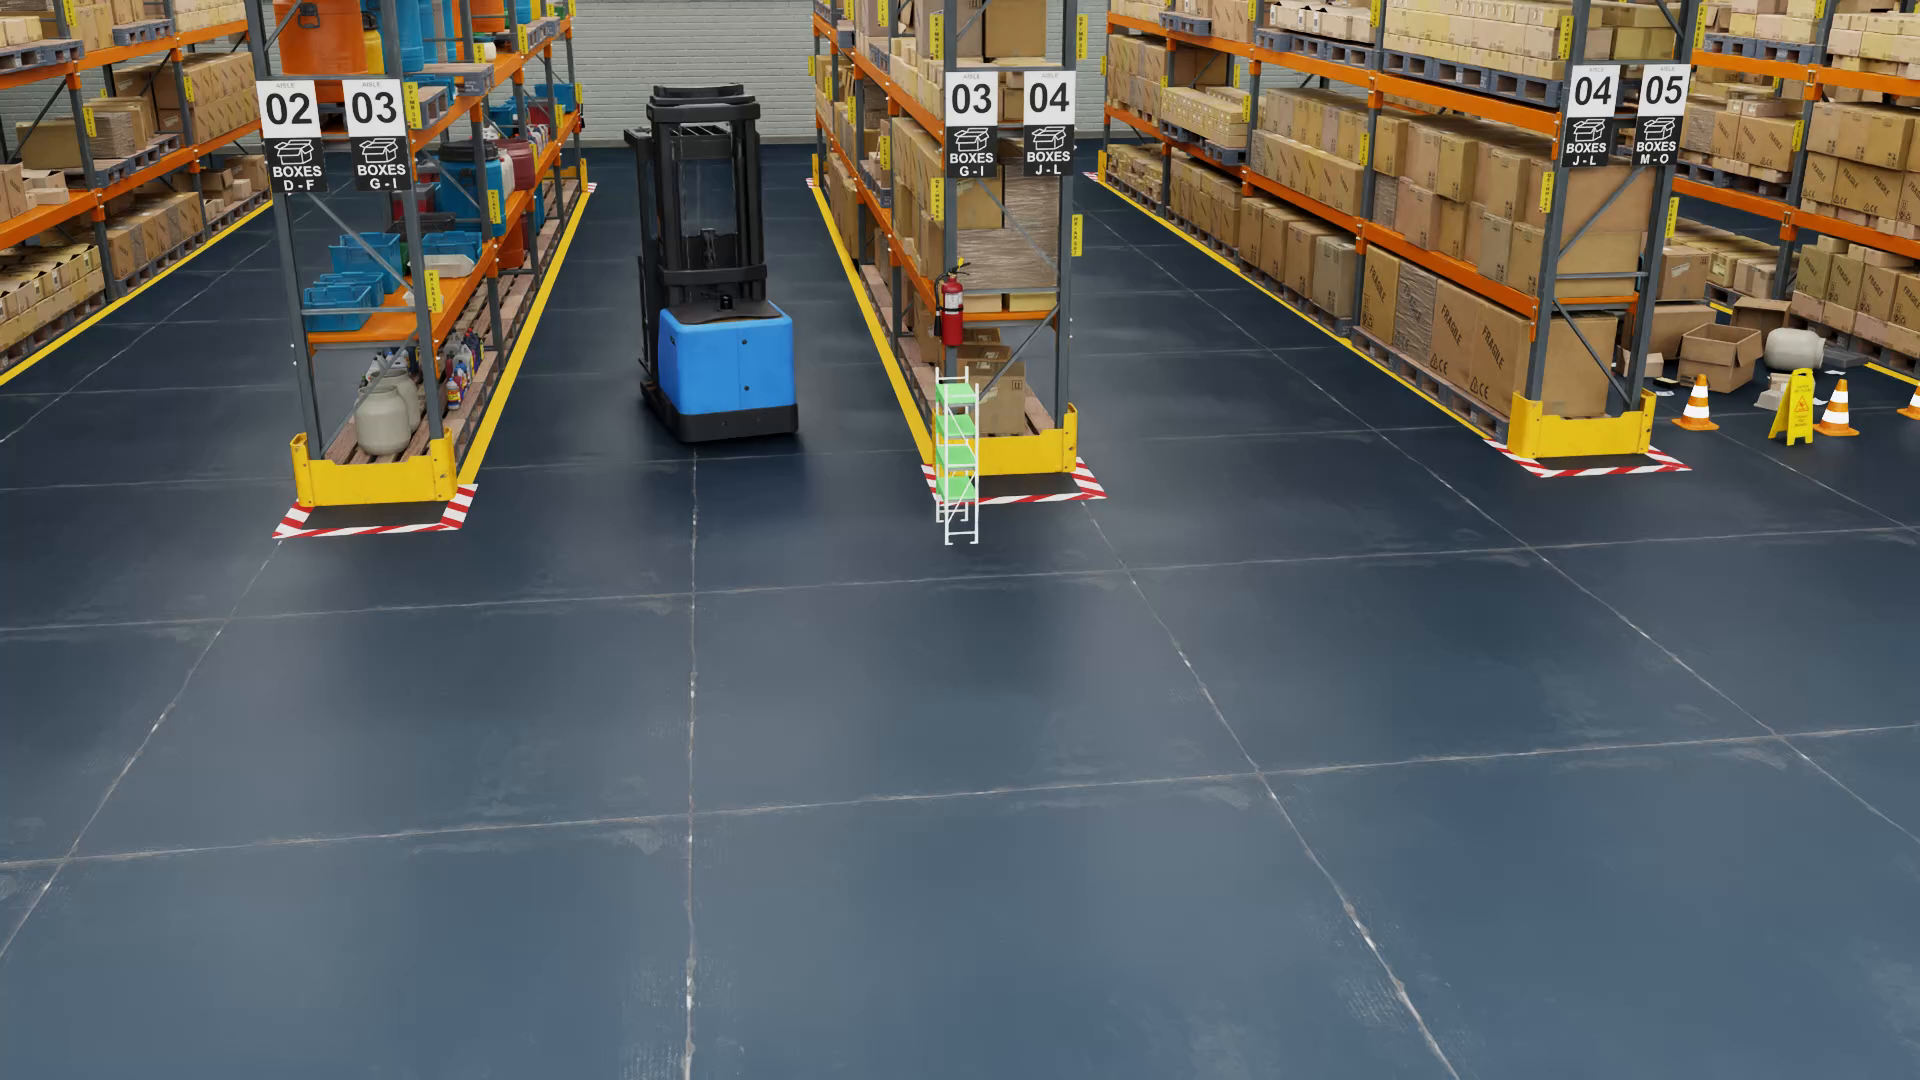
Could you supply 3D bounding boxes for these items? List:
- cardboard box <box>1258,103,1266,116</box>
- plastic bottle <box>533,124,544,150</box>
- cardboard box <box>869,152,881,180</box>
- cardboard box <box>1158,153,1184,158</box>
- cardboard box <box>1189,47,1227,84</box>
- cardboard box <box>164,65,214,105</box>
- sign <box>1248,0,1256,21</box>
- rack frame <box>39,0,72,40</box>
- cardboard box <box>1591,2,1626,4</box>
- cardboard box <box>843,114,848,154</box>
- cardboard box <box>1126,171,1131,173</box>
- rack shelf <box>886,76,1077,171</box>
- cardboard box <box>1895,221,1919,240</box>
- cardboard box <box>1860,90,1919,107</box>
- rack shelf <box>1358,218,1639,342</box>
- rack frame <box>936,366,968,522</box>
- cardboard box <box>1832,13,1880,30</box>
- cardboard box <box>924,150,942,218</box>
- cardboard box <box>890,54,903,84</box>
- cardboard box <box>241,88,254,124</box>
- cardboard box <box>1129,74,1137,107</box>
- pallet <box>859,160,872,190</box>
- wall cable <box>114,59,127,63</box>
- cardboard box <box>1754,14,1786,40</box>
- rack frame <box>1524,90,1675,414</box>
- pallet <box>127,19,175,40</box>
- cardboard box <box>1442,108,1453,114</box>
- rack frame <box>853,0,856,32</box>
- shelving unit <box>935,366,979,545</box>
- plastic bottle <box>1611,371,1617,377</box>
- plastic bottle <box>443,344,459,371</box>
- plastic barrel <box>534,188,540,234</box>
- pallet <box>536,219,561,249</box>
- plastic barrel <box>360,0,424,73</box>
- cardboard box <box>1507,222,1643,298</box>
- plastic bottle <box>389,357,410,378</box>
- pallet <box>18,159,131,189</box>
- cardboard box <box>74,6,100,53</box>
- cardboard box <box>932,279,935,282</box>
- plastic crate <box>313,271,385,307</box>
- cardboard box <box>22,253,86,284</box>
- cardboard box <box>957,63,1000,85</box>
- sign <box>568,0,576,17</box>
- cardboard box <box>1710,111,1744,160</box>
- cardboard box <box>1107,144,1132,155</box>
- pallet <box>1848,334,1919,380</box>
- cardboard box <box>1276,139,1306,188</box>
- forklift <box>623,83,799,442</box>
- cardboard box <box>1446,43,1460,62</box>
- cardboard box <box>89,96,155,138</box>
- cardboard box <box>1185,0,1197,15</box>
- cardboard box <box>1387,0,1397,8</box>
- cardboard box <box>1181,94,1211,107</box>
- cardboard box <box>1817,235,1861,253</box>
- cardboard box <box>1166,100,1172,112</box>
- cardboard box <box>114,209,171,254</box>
[{"bbox_3d":[4.161,-5.755,22.246,0.380,0.149,0.250,-4,21,-10],"label":"cardboard box"},{"bbox_3d":[-5.771,-5.489,22.695,0.144,0.351,0.185,-3,21,-8],"label":"plastic bottle"},{"bbox_3d":[-0.763,-4.277,18.994,0.500,0.250,0.500,-4,21,-9],"label":"cardboard box"},{"bbox_3d":[3.459,-6.244,27.270,0.380,0.149,0.250,-4,21,-10],"label":"cardboard box"},{"bbox_3d":[3.746,-7.166,25.117,0.500,0.500,0.500,-2,21,-6],"label":"cardboard box"},{"bbox_3d":[-11.021,-6.500,23.761,0.500,0.500,0.500,-4,21,-9],"label":"cardboard box"},{"bbox_3d":[3.609,-6.578,20.516,0.100,0.325,0.005,-3,21,-8],"label":"sign"},{"bbox_3d":[-10.580,-7.054,18.242,1.000,3.000,0.127,-3,21,-8],"label":"rack frame"},{"bbox_3d":[5.458,-4.487,14.131,0.380,0.149,0.250,-3,21,-7],"label":"cardboard box"},{"bbox_3d":[-1.309,-5.476,22.448,0.500,0.500,0.500,-3,21,-7],"label":"cardboard box"},{"bbox_3d":[2.973,-6.041,27.579,0.380,0.149,0.250,-3,21,-8],"label":"cardboard box"},{"bbox_3d":[0.088,-3.733,14.665,1.077,0.370,4.000,-3,21,-8],"label":"rack shelf"},{"bbox_3d":[9.574,-3.085,16.548,0.380,0.149,0.250,-3,21,-8],"label":"cardboard box"},{"bbox_3d":[13.523,-6.295,24.035,0.797,0.503,0.637,-3,21,-9],"label":"cardboard box"},{"bbox_3d":[5.011,-2.543,15.766,1.077,0.370,4.000,-3,21,-8],"label":"rack shelf"},{"bbox_3d":[-0.059,-0.704,12.386,0.240,1.200,0.015,-3,21,-8],"label":"rack frame"},{"bbox_3d":[9.329,-5.393,17.300,0.380,0.149,0.250,-3,21,-9],"label":"cardboard box"},{"bbox_3d":[-0.025,-2.978,13.905,0.500,0.500,0.500,-3,21,-8],"label":"cardboard box"},{"bbox_3d":[-0.388,-4.524,15.968,0.500,0.250,0.500,-4,21,-10],"label":"cardboard box"},{"bbox_3d":[-11.321,-6.740,25.832,0.500,0.500,0.500,-3,21,-7],"label":"cardboard box"},{"bbox_3d":[3.024,-7.214,26.675,0.500,0.500,0.500,-3,21,-9],"label":"cardboard box"},{"bbox_3d":[-0.568,-4.411,20.014,1.213,0.211,1.003,-3,21,-8],"label":"pallet"},{"bbox_3d":[-17.096,-10.095,30.821,3.097,2.526,0.112,-3,21,-8],"label":"wall cable"},{"bbox_3d":[9.311,-5.759,18.676,0.500,0.250,0.500,-3,21,-7],"label":"cardboard box"},{"bbox_3d":[5.299,-2.188,13.786,1.000,3.000,0.127,-3,21,-8],"label":"rack frame"},{"bbox_3d":[-11.132,-6.717,21.894,1.213,0.211,1.003,-3,21,-8],"label":"pallet"},{"bbox_3d":[8.054,-6.999,26.527,0.500,0.500,0.500,-3,21,-9],"label":"cardboard box"},{"bbox_3d":[-0.777,-7.553,19.577,1.000,3.000,0.127,-3,21,-8],"label":"rack frame"},{"bbox_3d":[-0.024,-0.619,12.160,0.258,1.200,0.503,-3,21,-8],"label":"shelving unit"},{"bbox_3d":[6.391,-1.644,16.532,0.283,0.061,0.133,-11,23,-26],"label":"plastic bottle"},{"bbox_3d":[-4.838,-1.747,15.870,0.152,0.276,0.135,-3,21,-8],"label":"plastic bottle"},{"bbox_3d":[-6.091,-4.657,22.796,0.600,0.901,0.708,-3,21,-8],"label":"plastic barrel"},{"bbox_3d":[-6.184,-4.302,23.432,1.003,0.211,1.213,-3,21,-8],"label":"pallet"},{"bbox_3d":[-5.064,-4.594,14.626,0.600,0.901,0.708,-3,21,-8],"label":"plastic barrel"},{"bbox_3d":[5.201,-2.384,14.098,0.875,0.550,0.550,-3,21,-8],"label":"cardboard box"},{"bbox_3d":[-5.164,-1.541,15.319,0.152,0.276,0.135,-3,21,-8],"label":"plastic bottle"},{"bbox_3d":[-10.747,-4.385,19.944,1.213,0.211,1.003,-3,21,-8],"label":"pallet"},{"bbox_3d":[-10.750,-6.022,19.622,0.910,0.500,0.500,-3,21,-8],"label":"cardboard box"},{"bbox_3d":[-0.065,-2.375,14.647,0.380,0.149,0.250,-3,21,-8],"label":"cardboard box"},{"bbox_3d":[-4.981,-2.036,13.594,0.499,0.251,0.408,-3,21,-8],"label":"plastic crate"},{"bbox_3d":[-10.179,-3.067,18.668,0.500,0.311,0.500,-3,21,-9],"label":"cardboard box"},{"bbox_3d":[0.106,-3.671,13.114,0.380,0.149,0.250,-4,21,-10],"label":"cardboard box"},{"bbox_3d":[-6.289,-8.652,26.956,0.100,0.325,0.005,-3,21,-8],"label":"sign"},{"bbox_3d":[9.172,-4.739,19.449,0.500,0.500,0.500,-2,21,-6],"label":"cardboard box"},{"bbox_3d":[2.732,-6.669,28.408,0.380,0.149,0.250,-4,21,-10],"label":"cardboard box"},{"bbox_3d":[9.918,-1.897,16.993,1.003,0.211,1.213,-3,21,-8],"label":"pallet"},{"bbox_3d":[4.092,-4.485,19.794,0.500,0.500,0.500,-3,21,-8],"label":"cardboard box"},{"bbox_3d":[-2.399,-2.694,15.241,1.130,2.935,3.031,-7,22,-19],"label":"forklift"},{"bbox_3d":[4.658,-4.434,15.129,0.380,0.149,0.250,-3,21,-7],"label":"cardboard box"},{"bbox_3d":[-11.310,-5.697,22.440,0.700,0.500,0.500,-10,23,-26],"label":"cardboard box"},{"bbox_3d":[3.489,-7.587,23.483,0.500,0.311,0.500,-3,21,-9],"label":"cardboard box"},{"bbox_3d":[4.439,-5.334,16.400,0.380,0.149,0.250,-3,21,-7],"label":"cardboard box"},{"bbox_3d":[3.323,-6.180,23.385,0.380,0.149,0.250,-3,21,-8],"label":"cardboard box"},{"bbox_3d":[9.383,-3.157,17.712,0.380,0.149,0.250,-3,21,-7],"label":"cardboard box"},{"bbox_3d":[3.211,-6.312,24.162,0.380,0.149,0.250,-3,21,-9],"label":"cardboard box"},{"bbox_3d":[-10.591,-3.986,21.546,0.500,0.500,0.500,-4,21,-10],"label":"cardboard box"}]
